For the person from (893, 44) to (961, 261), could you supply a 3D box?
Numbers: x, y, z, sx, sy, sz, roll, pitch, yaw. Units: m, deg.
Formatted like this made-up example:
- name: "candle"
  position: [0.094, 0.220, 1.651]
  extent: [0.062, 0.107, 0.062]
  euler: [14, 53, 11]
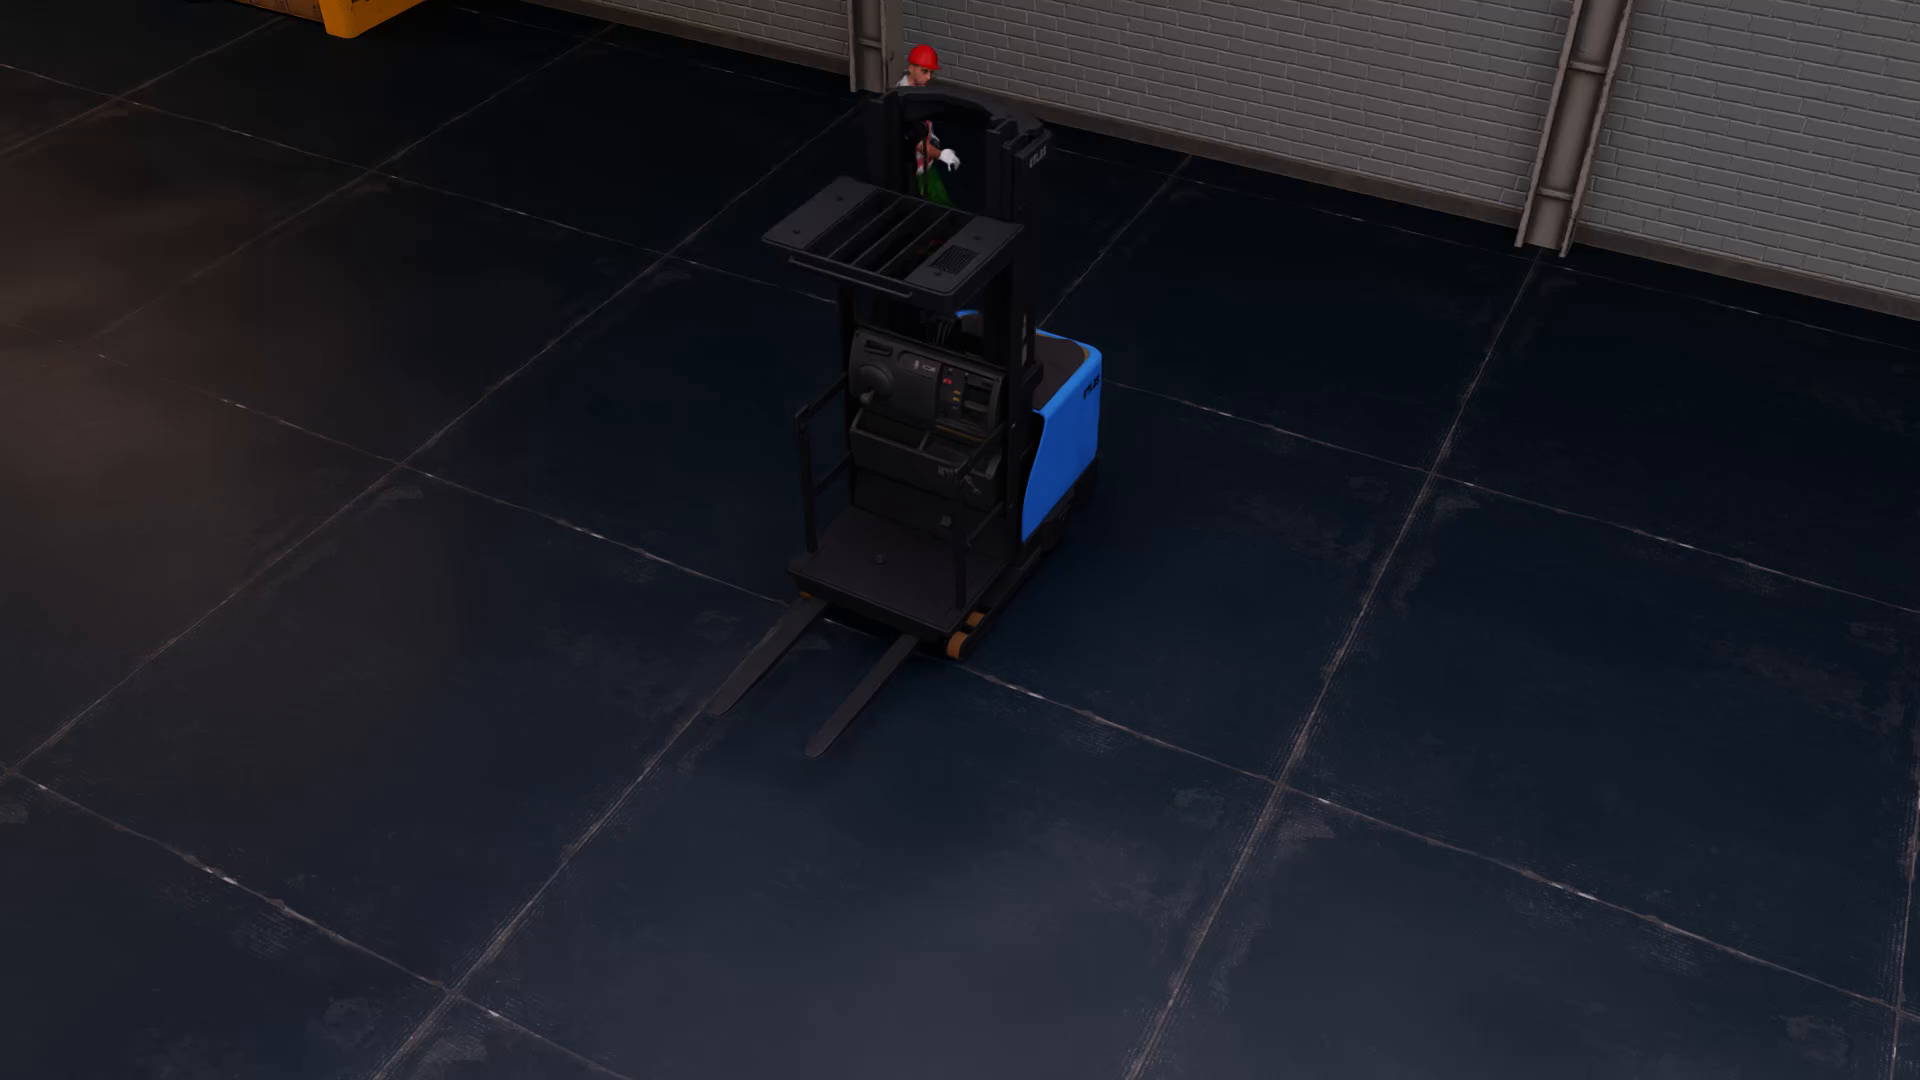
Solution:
- name: "person"
  position: [-0.282, -2.805, 12.262]
  extent: [0.518, 1.732, 0.755]
  euler: [-12, 42, -14]

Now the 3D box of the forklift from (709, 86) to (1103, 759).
- name: "forklift"
  position: [-0.297, -0.777, 8.909]
  extent: [1.130, 2.935, 3.031]
  euler: [20, 44, 22]
